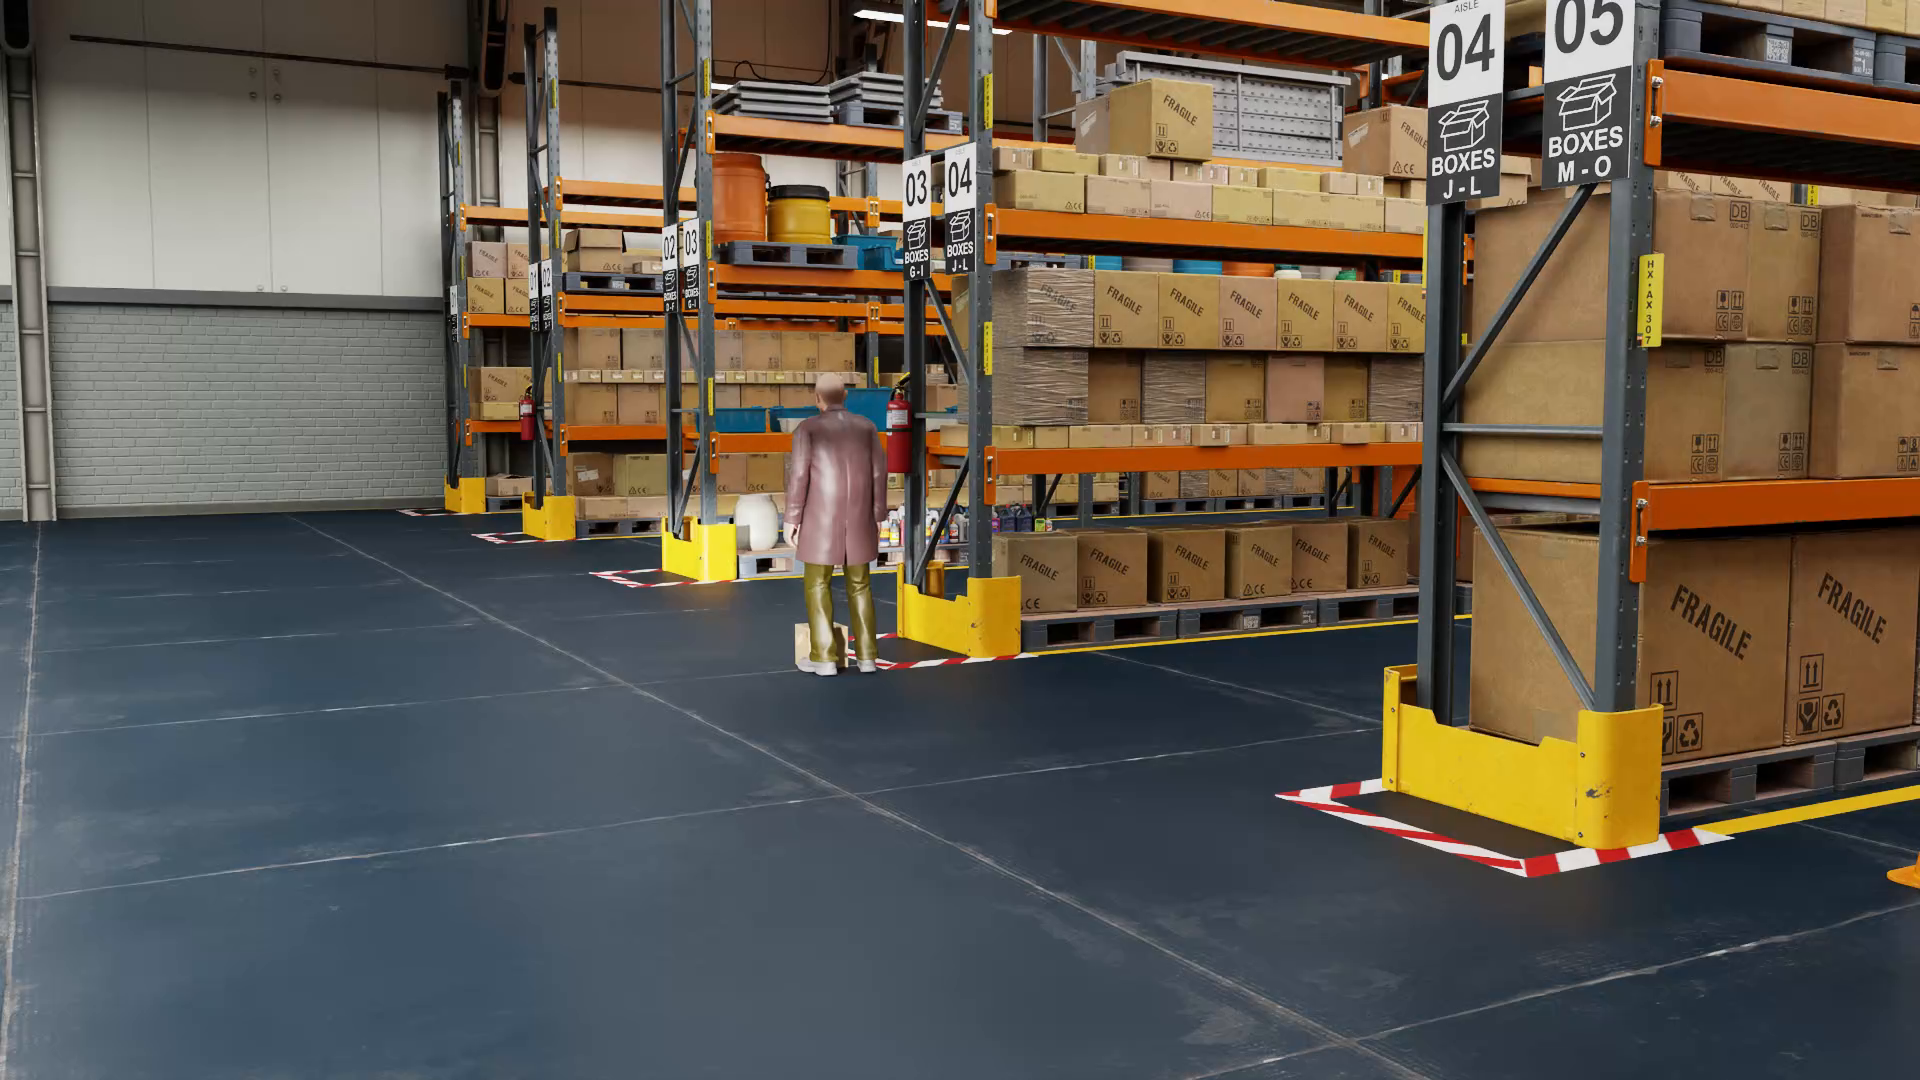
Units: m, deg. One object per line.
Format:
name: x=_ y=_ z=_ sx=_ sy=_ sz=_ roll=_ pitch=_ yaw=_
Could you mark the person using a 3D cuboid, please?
person: x=-0.724 y=-0.098 z=9.840 sx=0.640 sy=1.773 sz=0.425 roll=-2 pitch=5 yaw=-25
